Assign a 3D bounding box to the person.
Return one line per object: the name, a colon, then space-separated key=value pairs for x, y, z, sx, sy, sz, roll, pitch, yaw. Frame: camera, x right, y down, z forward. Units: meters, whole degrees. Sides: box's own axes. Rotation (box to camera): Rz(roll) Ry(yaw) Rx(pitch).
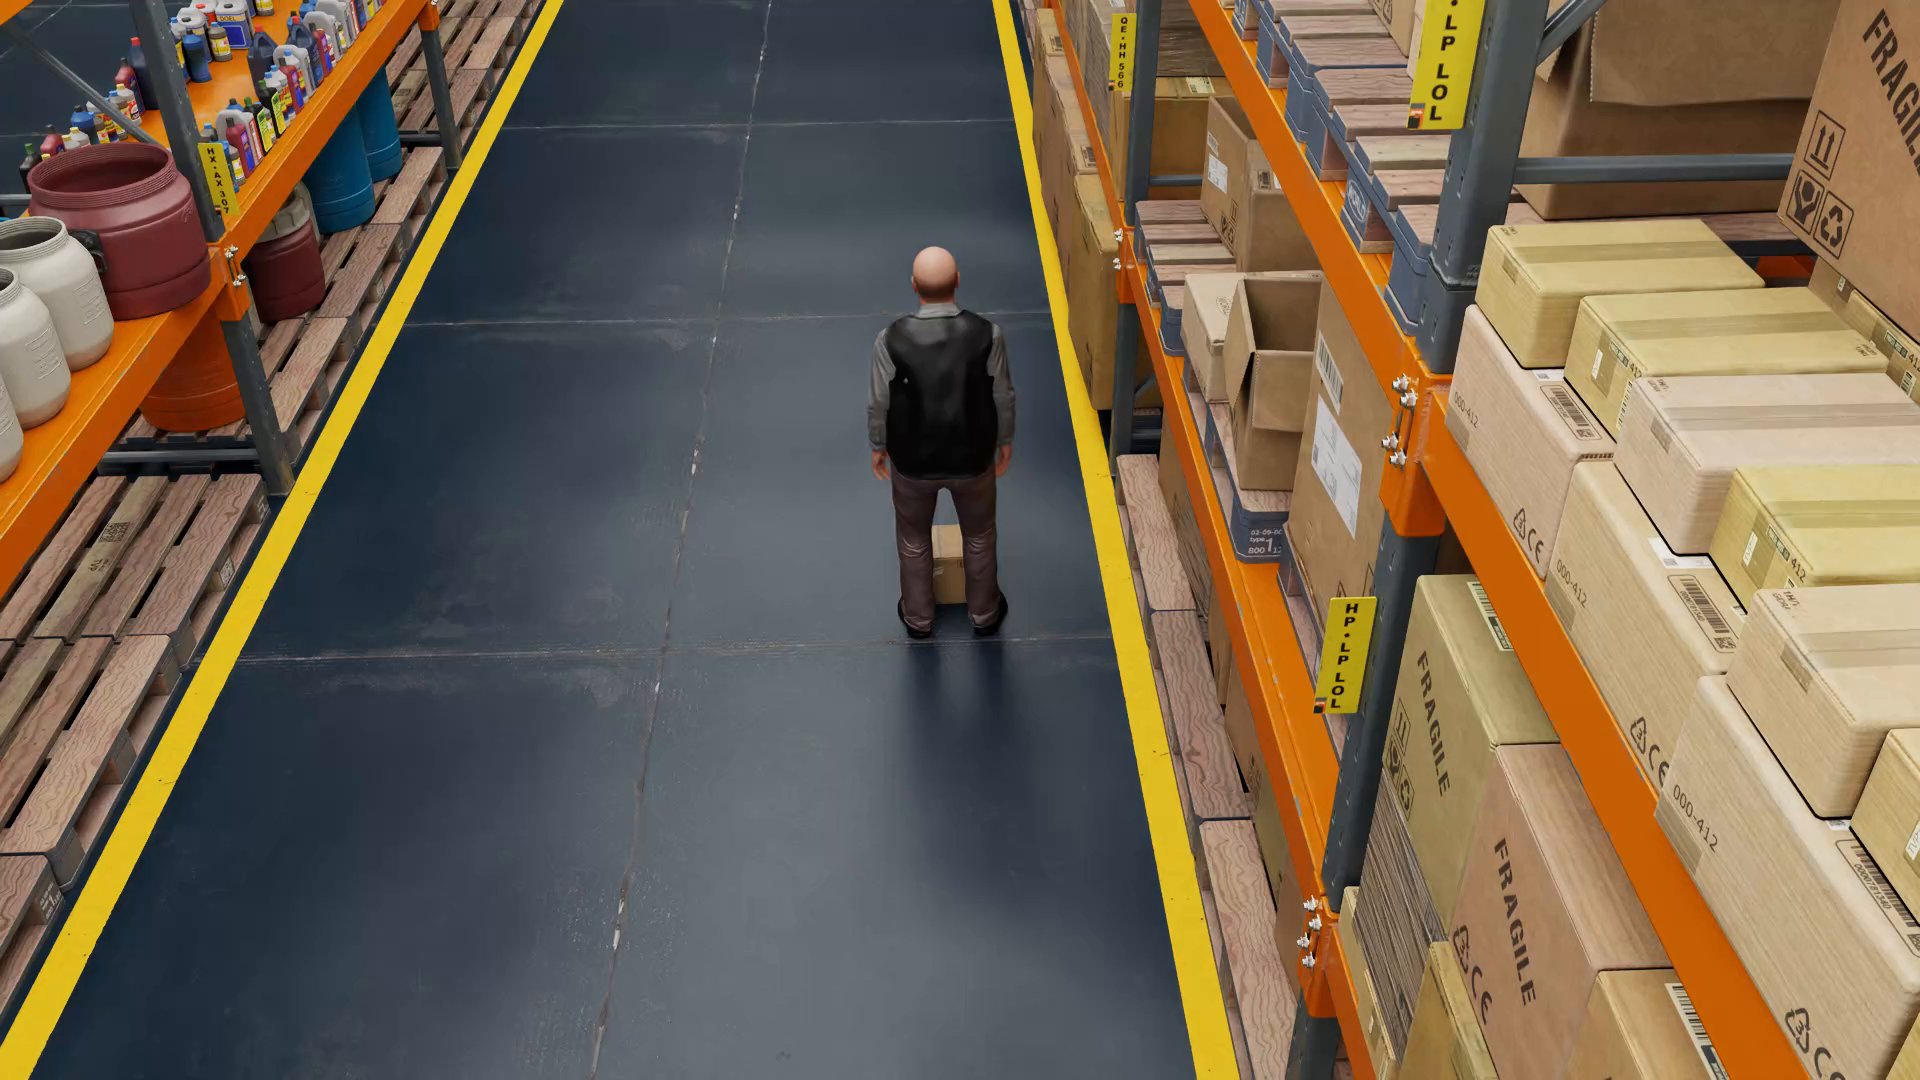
person: x=-0.071 y=-0.335 z=6.644 sx=0.586 sy=1.721 sz=0.412 roll=-2 pitch=35 yaw=-3
